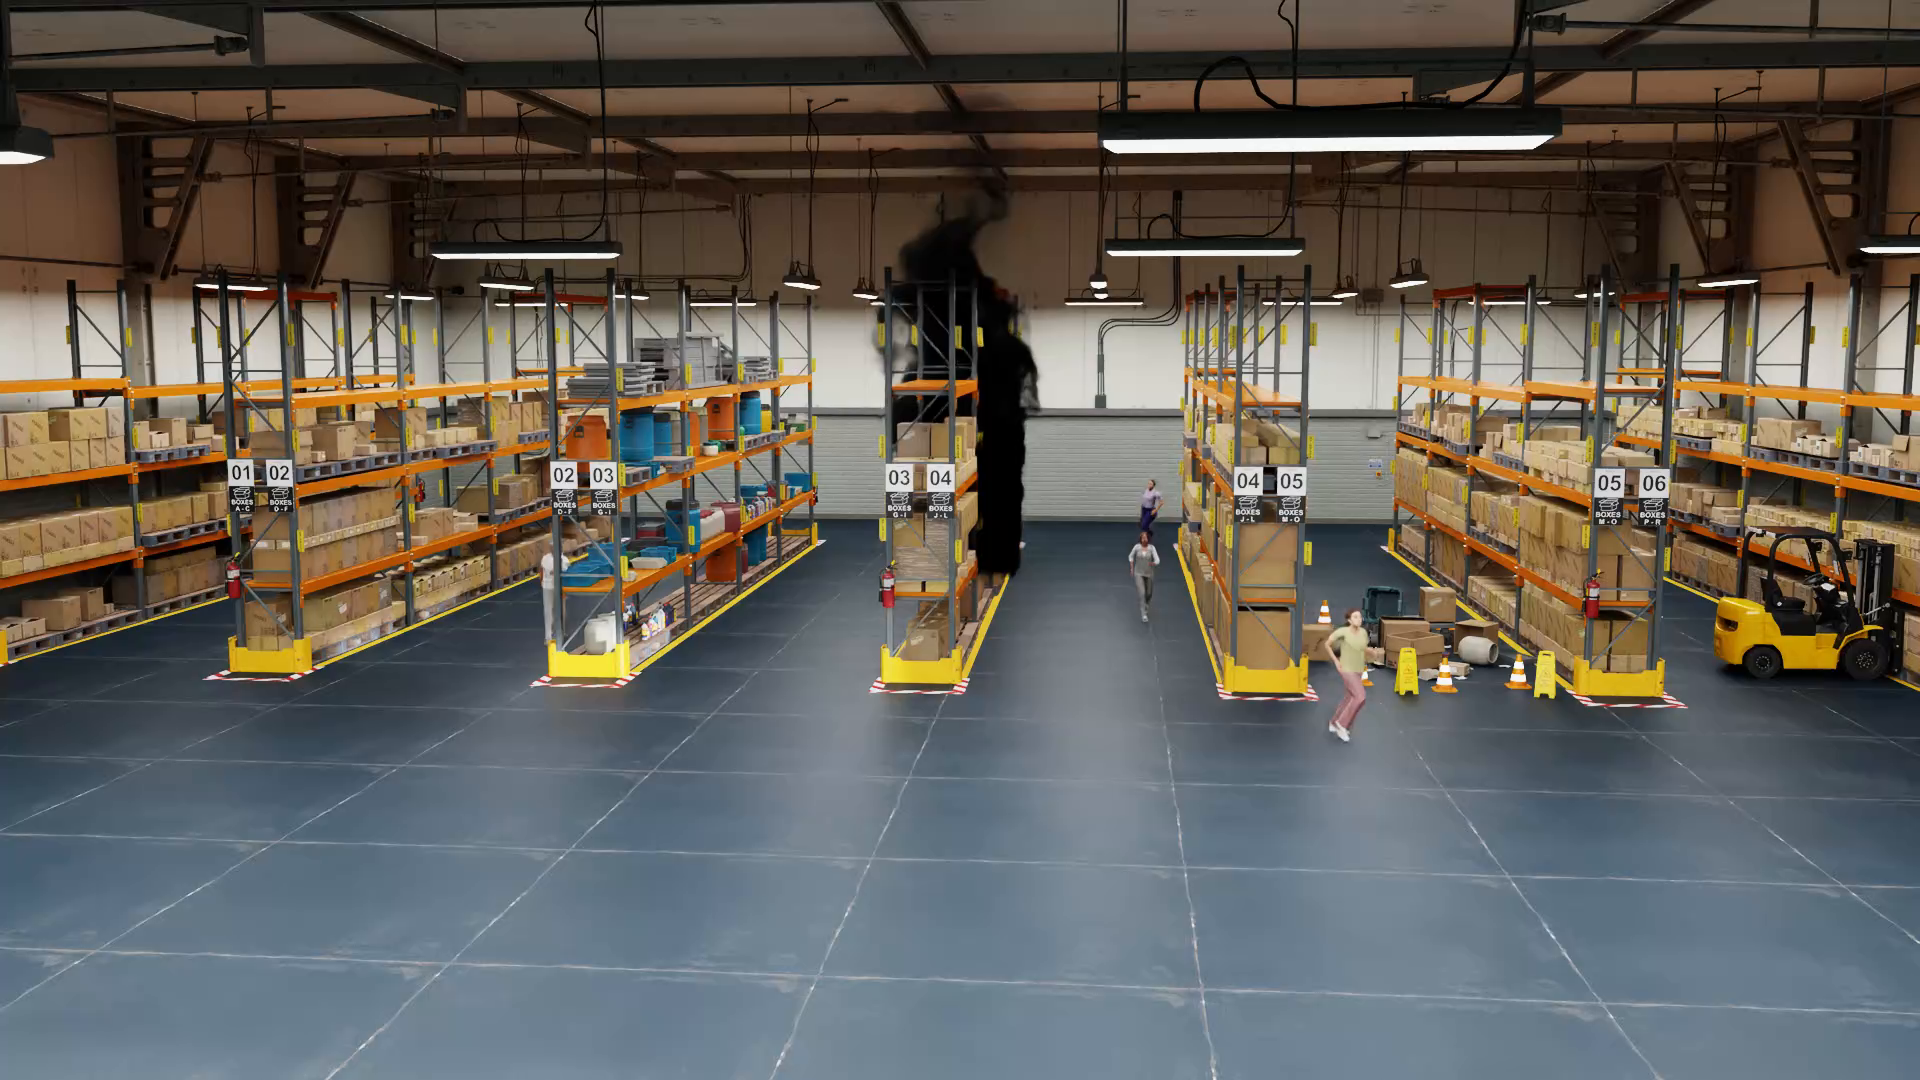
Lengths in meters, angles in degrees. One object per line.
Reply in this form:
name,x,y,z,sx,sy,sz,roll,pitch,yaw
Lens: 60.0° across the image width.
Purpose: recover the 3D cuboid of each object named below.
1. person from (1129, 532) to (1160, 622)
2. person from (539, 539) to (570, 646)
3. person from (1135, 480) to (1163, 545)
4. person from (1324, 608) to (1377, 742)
person,3.266,0.628,29.517,0.538,1.575,0.804,0,7,2
person,-6.685,0.820,27.435,0.562,1.721,0.885,0,7,-3
person,4.616,-0.660,40.150,0.691,1.608,0.691,-6,9,-39
person,4.906,1.672,20.762,0.552,1.674,0.650,-4,8,-32
